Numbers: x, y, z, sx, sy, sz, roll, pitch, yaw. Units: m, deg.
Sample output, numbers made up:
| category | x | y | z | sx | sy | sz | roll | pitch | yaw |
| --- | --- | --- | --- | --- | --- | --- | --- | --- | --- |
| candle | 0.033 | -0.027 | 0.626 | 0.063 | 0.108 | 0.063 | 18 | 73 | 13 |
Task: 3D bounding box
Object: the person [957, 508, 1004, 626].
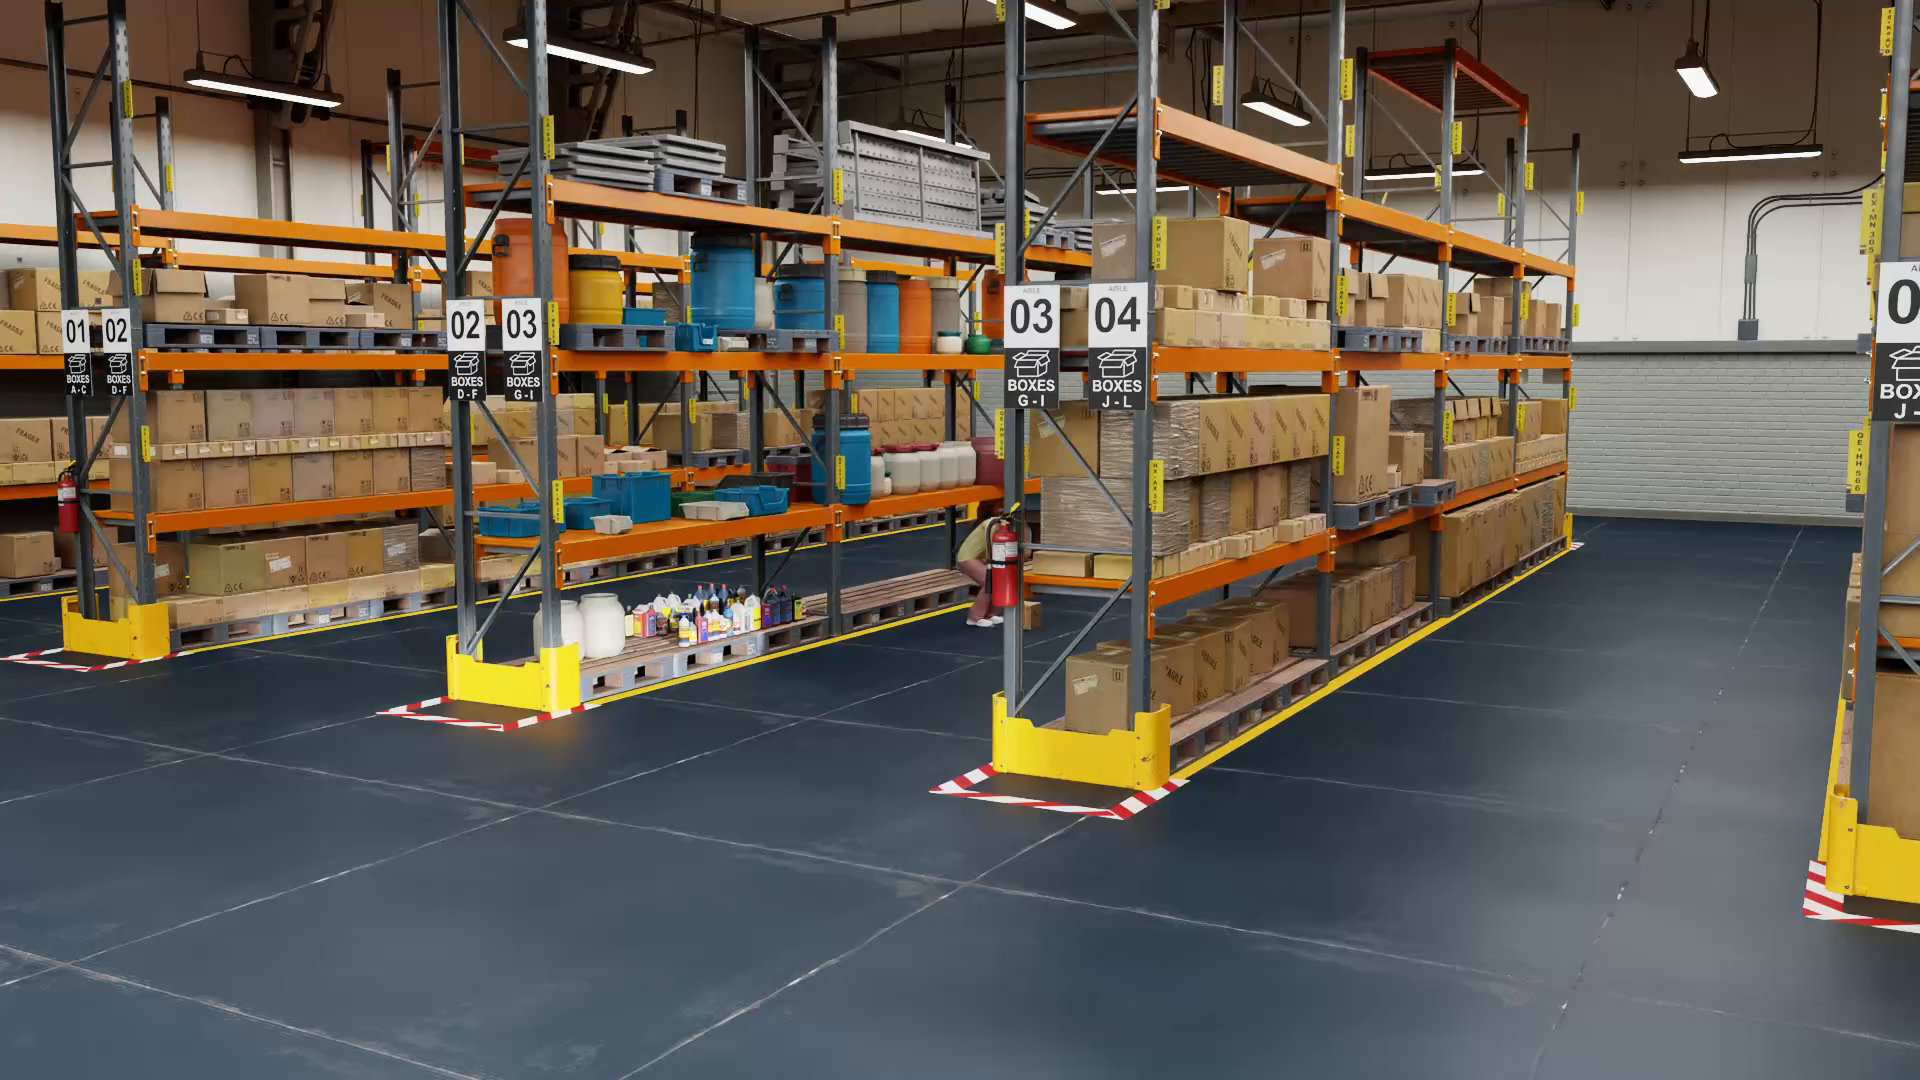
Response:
| category | x | y | z | sx | sy | sz | roll | pitch | yaw |
| --- | --- | --- | --- | --- | --- | --- | --- | --- | --- |
| person | 0.329 | 0.246 | 17.277 | 0.696 | 1.275 | 0.511 | 3 | 7 | 29 |
